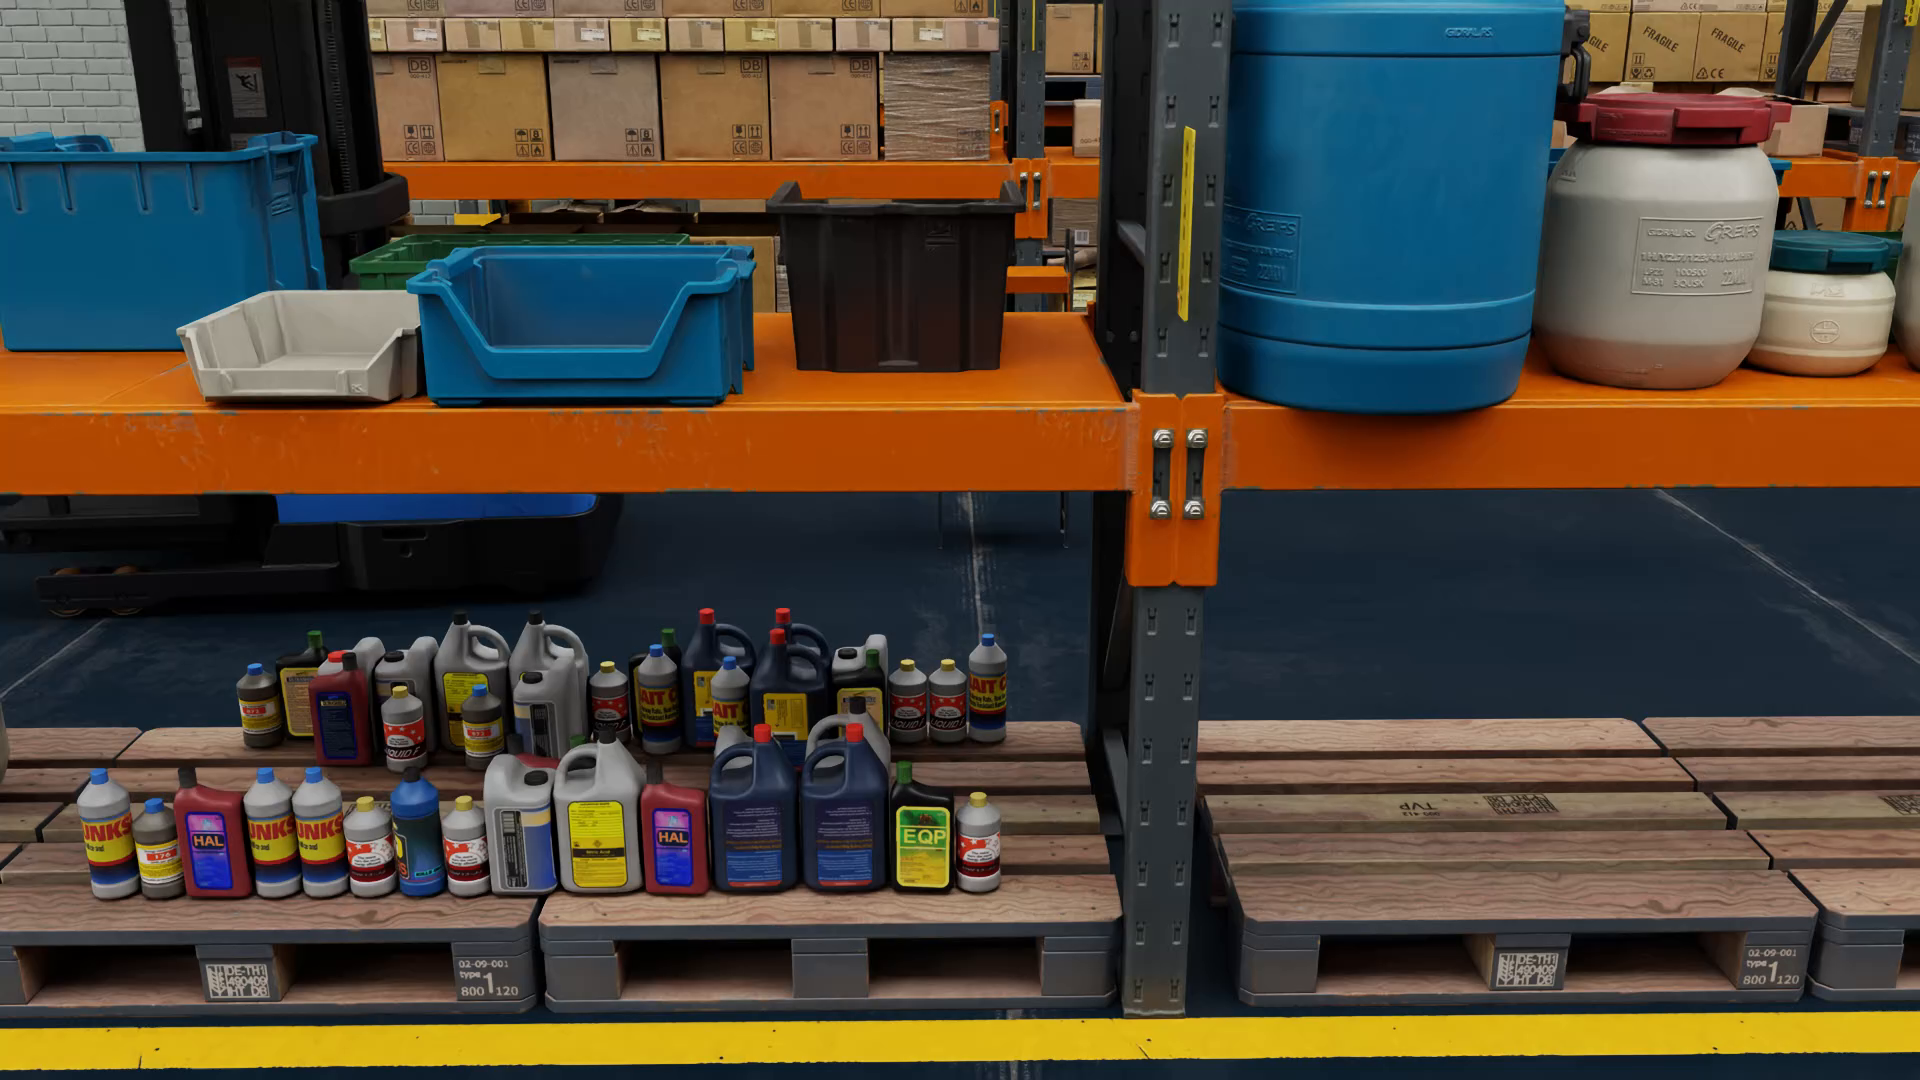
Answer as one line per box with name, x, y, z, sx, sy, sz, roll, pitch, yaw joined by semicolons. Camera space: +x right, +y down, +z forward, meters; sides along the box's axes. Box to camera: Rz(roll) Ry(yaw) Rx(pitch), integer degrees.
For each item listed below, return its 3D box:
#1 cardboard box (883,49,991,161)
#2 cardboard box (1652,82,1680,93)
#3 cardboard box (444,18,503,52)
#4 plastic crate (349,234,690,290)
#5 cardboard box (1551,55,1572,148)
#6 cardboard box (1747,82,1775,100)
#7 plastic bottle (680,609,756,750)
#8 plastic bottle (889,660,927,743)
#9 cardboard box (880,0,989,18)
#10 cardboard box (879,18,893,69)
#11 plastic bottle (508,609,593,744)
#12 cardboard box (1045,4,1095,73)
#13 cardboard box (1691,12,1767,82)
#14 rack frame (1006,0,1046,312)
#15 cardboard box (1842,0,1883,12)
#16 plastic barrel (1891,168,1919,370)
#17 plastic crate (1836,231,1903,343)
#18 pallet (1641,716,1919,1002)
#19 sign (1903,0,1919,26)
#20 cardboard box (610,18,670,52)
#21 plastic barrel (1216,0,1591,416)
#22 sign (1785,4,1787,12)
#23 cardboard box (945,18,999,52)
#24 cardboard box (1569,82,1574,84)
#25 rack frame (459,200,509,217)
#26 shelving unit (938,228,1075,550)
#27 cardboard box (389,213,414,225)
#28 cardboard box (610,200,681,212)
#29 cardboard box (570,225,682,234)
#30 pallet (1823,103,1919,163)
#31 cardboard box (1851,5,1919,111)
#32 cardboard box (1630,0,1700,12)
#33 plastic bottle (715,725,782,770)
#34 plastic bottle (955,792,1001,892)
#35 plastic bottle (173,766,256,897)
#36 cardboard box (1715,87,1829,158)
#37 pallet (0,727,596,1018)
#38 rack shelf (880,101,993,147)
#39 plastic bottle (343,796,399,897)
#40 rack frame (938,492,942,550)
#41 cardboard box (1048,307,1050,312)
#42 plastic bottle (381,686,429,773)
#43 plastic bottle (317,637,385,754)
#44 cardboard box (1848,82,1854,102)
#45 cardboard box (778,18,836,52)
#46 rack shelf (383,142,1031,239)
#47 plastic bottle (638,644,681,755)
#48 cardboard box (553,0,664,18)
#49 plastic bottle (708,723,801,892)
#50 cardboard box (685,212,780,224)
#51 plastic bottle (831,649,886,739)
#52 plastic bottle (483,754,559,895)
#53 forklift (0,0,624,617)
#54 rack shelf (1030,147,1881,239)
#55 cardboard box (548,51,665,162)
cardboard box;-0.122;-2.143;8.155;0.500;0.500;0.700;-1;18;-2
cardboard box;5.341;-3.466;12.819;0.250;0.149;0.380;0;18;-1
cardboard box;-2.250;-2.379;7.826;0.250;0.149;0.380;-1;18;-3
plastic crate;-0.965;-0.566;3.748;0.662;0.188;0.450;0;18;-1
cardboard box;2.644;-2.154;8.187;0.500;0.500;0.500;-1;18;-4
cardboard box;6.106;-3.464;12.813;0.250;0.149;0.380;0;18;-1
plastic bottle;-0.606;0.343;4.184;0.185;0.351;0.144;-1;18;-3
plastic bottle;-0.133;0.405;4.237;0.097;0.201;0.097;0;18;0
cardboard box;-0.122;-2.761;7.957;0.500;0.500;0.700;0;18;-1
cardboard box;-0.727;-3.807;12.490;0.500;0.500;0.500;0;18;-1
plastic bottle;-1.031;0.345;4.178;0.185;0.351;0.144;0;18;-1
cardboard box;0.749;-3.862;12.792;0.500;0.500;0.700;0;18;-1
cardboard box;5.749;-3.757;12.665;0.500;0.500;0.500;0;18;-1
rack frame;0.322;-2.100;8.183;0.127;3.000;1.000;0;18;-1
cardboard box;6.754;-4.125;12.585;0.500;0.250;0.500;0;18;0
plastic barrel;2.090;-0.593;3.263;0.433;0.535;0.433;0;18;0
plastic crate;2.133;-0.581;3.794;0.662;0.188;0.450;0;18;-1
pallet;2.404;0.718;3.963;1.213;0.211;1.003;0;18;-1
sign;4.333;-2.501;7.538;0.005;0.325;0.100;0;18;-1
cardboard box;-1.482;-2.382;7.836;0.250;0.149;0.380;0;18;1
plastic barrel;0.787;-0.735;3.108;0.708;0.901;0.600;0;18;-1
sign;4.303;-2.799;8.595;0.005;0.325;0.100;0;18;-1
cardboard box;0.053;-2.390;7.861;0.250;0.149;0.380;0;18;-1
cardboard box;4.572;-3.453;12.779;0.250;0.149;0.380;-1;18;-2
rack frame;-3.760;-3.594;12.839;0.127;3.000;1.000;0;18;-1
shelving unit;0.166;-0.572;6.367;0.503;1.200;0.258;0;18;-1
cardboard box;-3.146;-1.422;8.656;0.500;0.500;0.500;0;18;-1
cardboard box;-2.496;-2.501;13.116;0.500;0.311;0.500;1;18;4
cardboard box;-1.638;-1.269;8.181;0.500;0.500;0.500;0;18;-1
pallet;4.998;-2.053;8.350;1.003;0.211;1.213;0;18;-1
cardboard box;4.949;-2.404;8.281;0.500;0.500;0.700;-6;19;-19
cardboard box;5.235;-4.114;12.551;0.500;0.250;0.500;-1;18;-2
plastic bottle;-0.462;0.547;3.669;0.135;0.276;0.152;0;18;-1
plastic bottle;0.038;0.633;3.525;0.097;0.201;0.097;0;18;0
plastic bottle;-1.559;0.607;3.471;0.133;0.283;0.061;0;18;0
cardboard box;3.957;-2.088;8.293;0.500;0.311;0.500;1;18;3
pallet;-1.499;0.738;3.901;1.213;0.211;1.003;0;18;-1
rack shelf;-1.760;-3.261;12.979;4.000;0.370;1.077;0;18;-1
plastic bottle;-1.244;0.639;3.506;0.097;0.201;0.097;0;18;0
rack frame;-0.078;-0.571;6.363;0.015;1.200;0.240;0;18;-1
cardboard box;0.732;-1.081;8.821;0.500;0.250;0.500;0;18;-1
plastic bottle;-1.362;0.457;4.073;0.097;0.201;0.097;0;18;0
plastic bottle;-1.521;0.384;4.178;0.135;0.276;0.152;0;18;0
cardboard box;6.885;-3.457;12.793;0.250;0.149;0.380;0;18;-1
cardboard box;-0.718;-2.385;7.848;0.250;0.149;0.380;0;18;-1
rack shelf;-1.678;-1.748;8.263;4.000;0.370;1.077;0;18;-1
plastic bottle;-0.753;0.393;4.159;0.097;0.271;0.097;0;18;0
cardboard box;-1.627;-2.754;7.934;0.500;0.500;0.700;0;18;-1
plastic bottle;-0.435;0.557;3.517;0.185;0.351;0.144;-1;18;-4
cardboard box;-1.147;-1.436;8.700;0.500;0.500;0.500;0;18;-1
plastic bottle;-0.250;0.407;4.095;0.133;0.283;0.061;0;18;-1
plastic bottle;-0.920;0.594;3.525;0.135;0.276;0.152;0;18;0
forklift;-2.836;-1.299;5.799;3.031;2.935;1.130;-2;18;-5
rack shelf;2.322;-1.767;8.323;4.000;0.370;1.077;0;18;-1
cardboard box;-1.663;-2.135;8.128;0.500;0.500;0.700;0;18;1
